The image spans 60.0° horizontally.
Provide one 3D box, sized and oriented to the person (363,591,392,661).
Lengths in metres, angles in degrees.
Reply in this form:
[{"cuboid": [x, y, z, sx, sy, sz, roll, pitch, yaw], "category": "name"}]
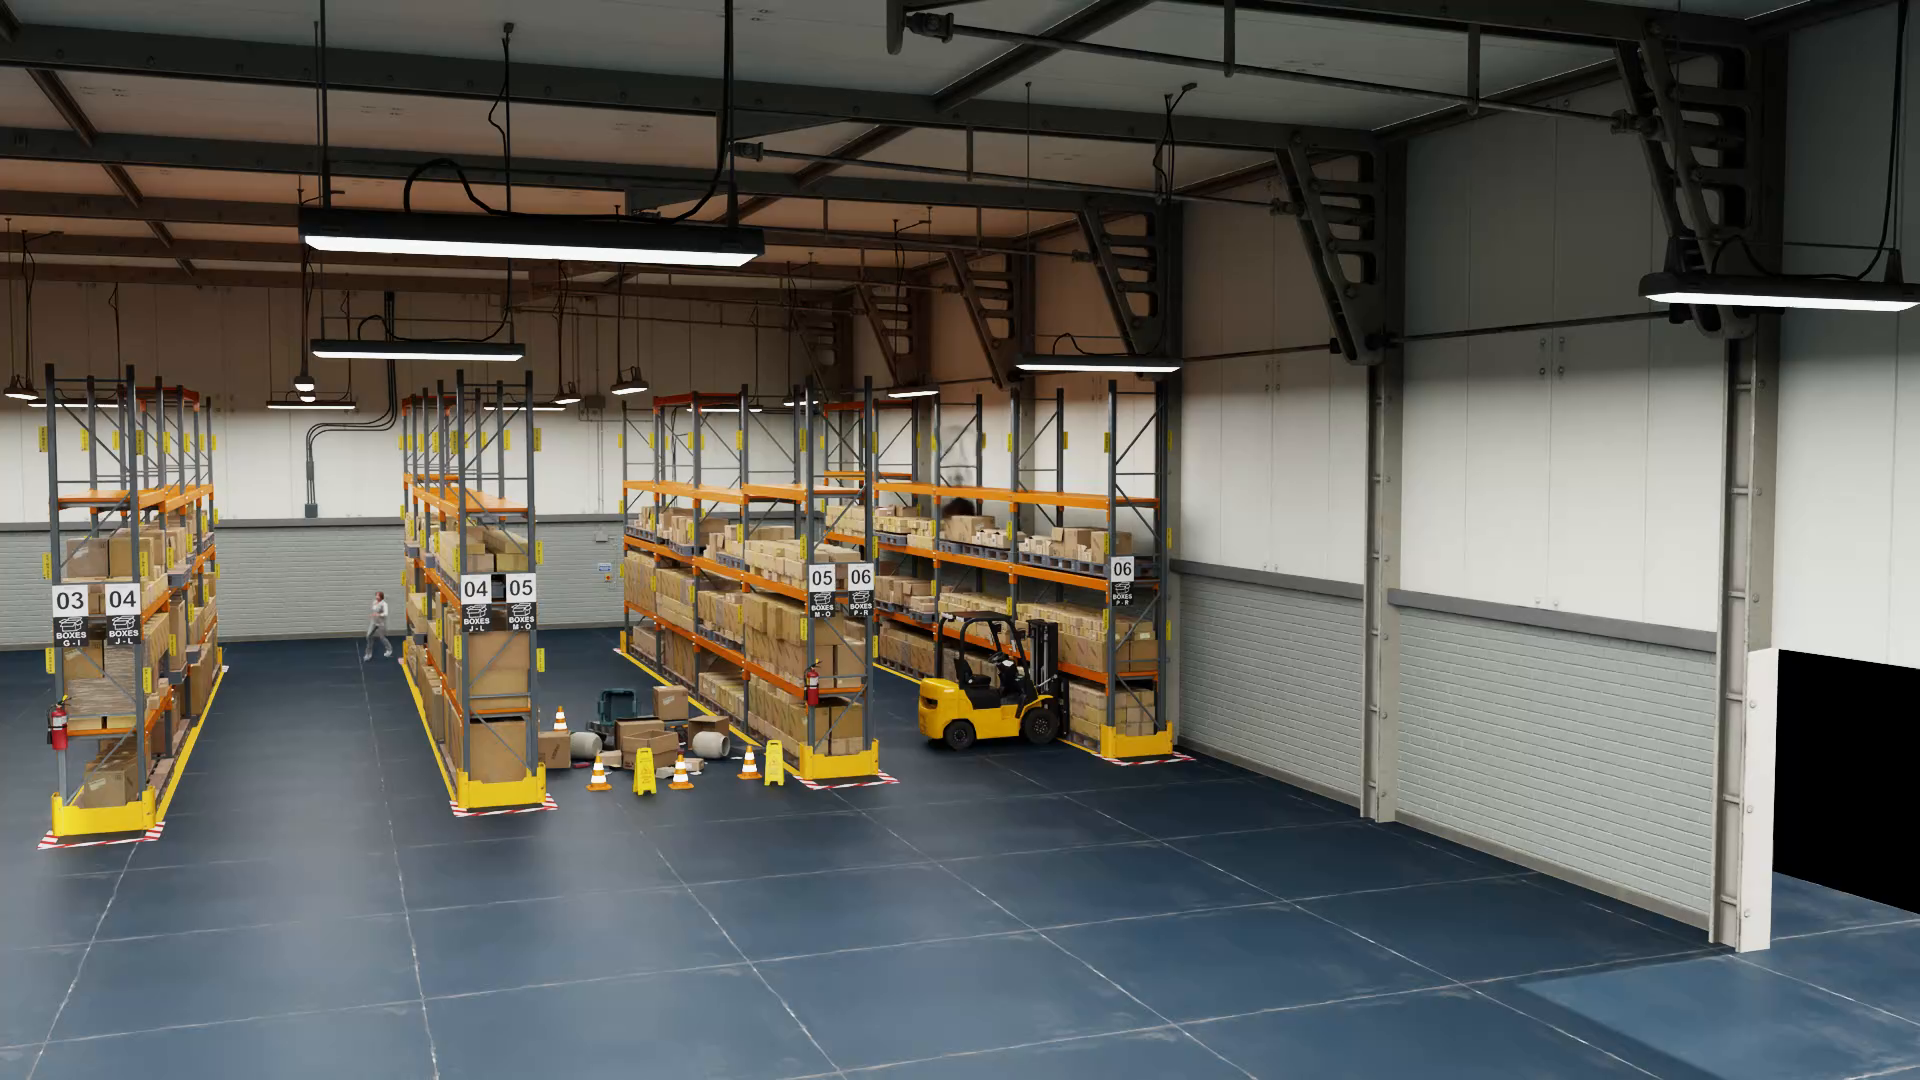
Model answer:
[{"cuboid": [-13.395, 2.073, 38.403, 0.548, 1.396, 0.810, 1, 4, 20], "category": "person"}]
